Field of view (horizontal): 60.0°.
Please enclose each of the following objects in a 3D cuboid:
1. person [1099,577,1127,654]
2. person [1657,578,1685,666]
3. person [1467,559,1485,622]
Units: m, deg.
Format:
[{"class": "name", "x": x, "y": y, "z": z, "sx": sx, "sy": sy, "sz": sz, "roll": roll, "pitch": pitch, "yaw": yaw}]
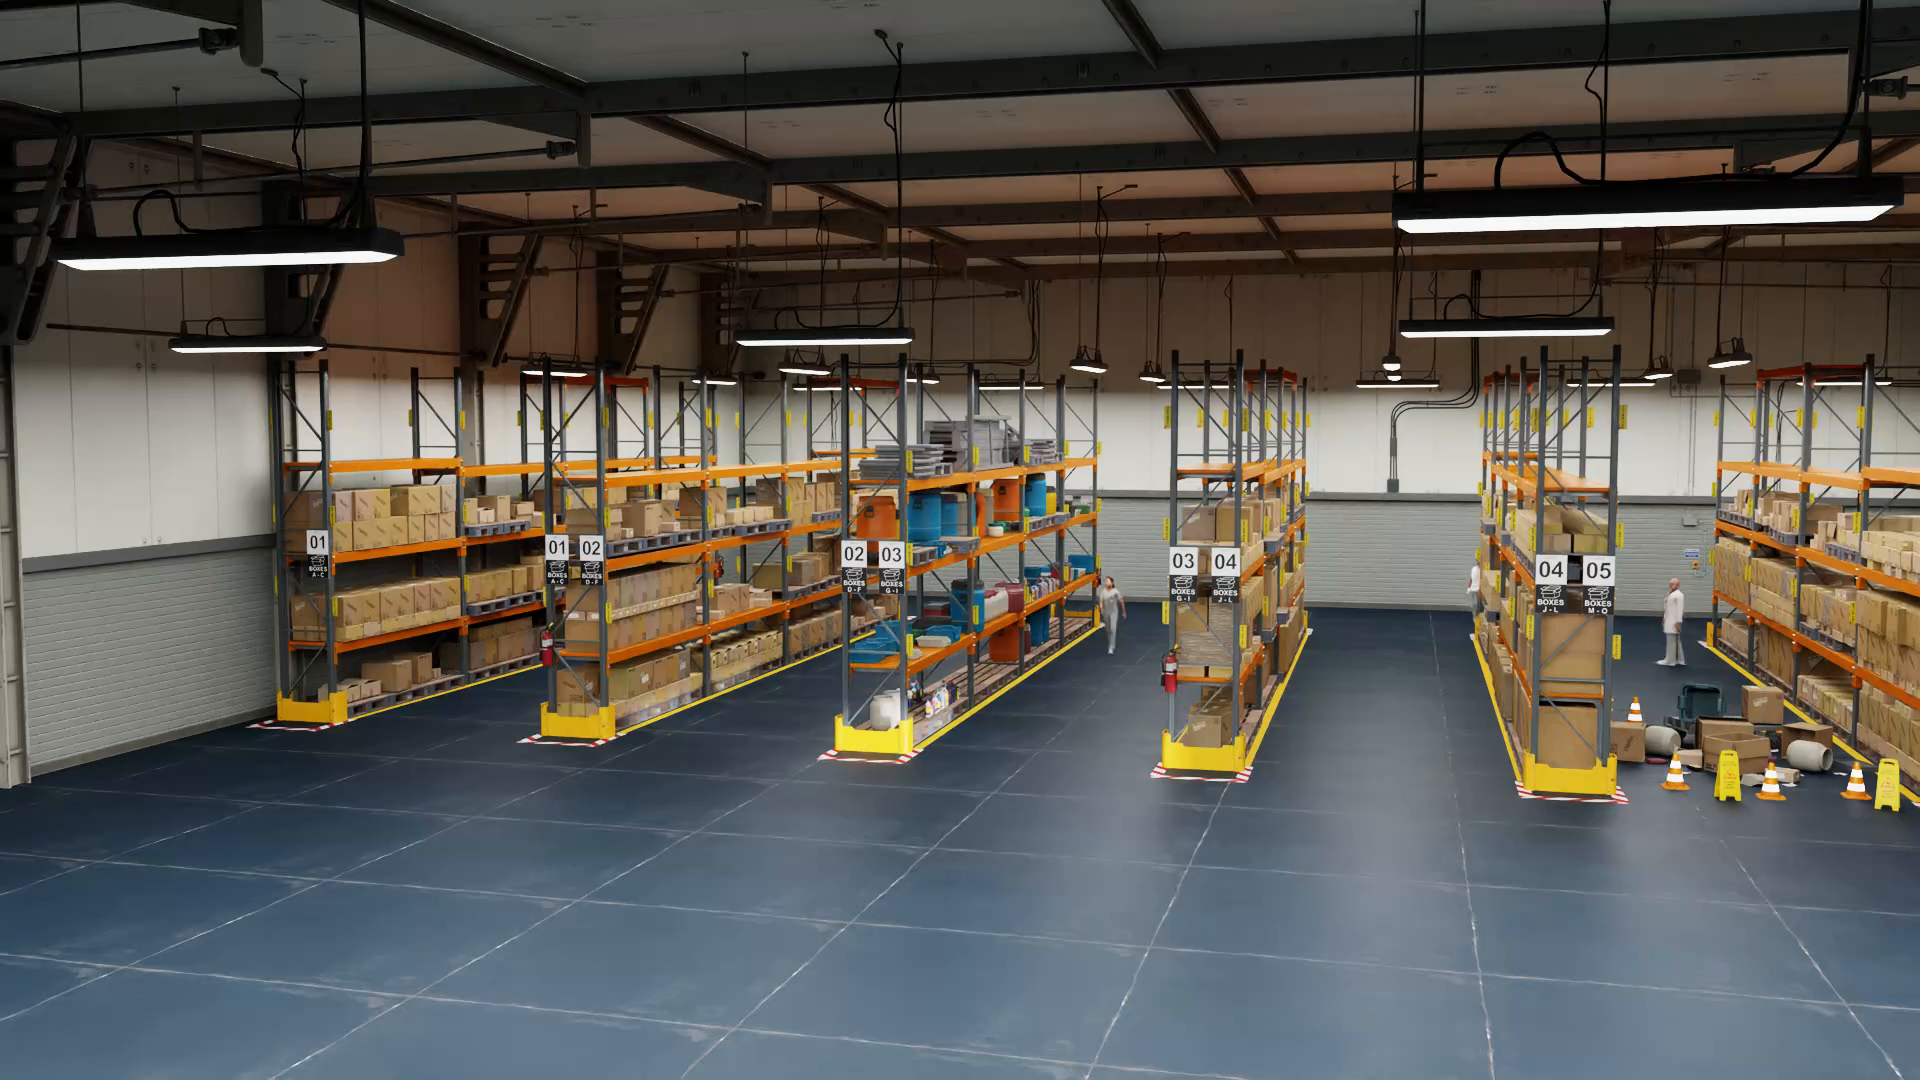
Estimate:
[{"class": "person", "x": 3.281, "y": 1.602, "z": 35.795, "sx": 0.578, "sy": 1.617, "sz": 0.895, "roll": 1, "pitch": 4, "yaw": 12}, {"class": "person", "x": 14.587, "y": 1.671, "z": 34.049, "sx": 0.523, "sy": 1.778, "sz": 0.594, "roll": 2, "pitch": 5, "yaw": 26}, {"class": "person", "x": 12.581, "y": 1.244, "z": 40.192, "sx": 0.643, "sy": 1.755, "sz": 0.915, "roll": 1, "pitch": 4, "yaw": 16}]
